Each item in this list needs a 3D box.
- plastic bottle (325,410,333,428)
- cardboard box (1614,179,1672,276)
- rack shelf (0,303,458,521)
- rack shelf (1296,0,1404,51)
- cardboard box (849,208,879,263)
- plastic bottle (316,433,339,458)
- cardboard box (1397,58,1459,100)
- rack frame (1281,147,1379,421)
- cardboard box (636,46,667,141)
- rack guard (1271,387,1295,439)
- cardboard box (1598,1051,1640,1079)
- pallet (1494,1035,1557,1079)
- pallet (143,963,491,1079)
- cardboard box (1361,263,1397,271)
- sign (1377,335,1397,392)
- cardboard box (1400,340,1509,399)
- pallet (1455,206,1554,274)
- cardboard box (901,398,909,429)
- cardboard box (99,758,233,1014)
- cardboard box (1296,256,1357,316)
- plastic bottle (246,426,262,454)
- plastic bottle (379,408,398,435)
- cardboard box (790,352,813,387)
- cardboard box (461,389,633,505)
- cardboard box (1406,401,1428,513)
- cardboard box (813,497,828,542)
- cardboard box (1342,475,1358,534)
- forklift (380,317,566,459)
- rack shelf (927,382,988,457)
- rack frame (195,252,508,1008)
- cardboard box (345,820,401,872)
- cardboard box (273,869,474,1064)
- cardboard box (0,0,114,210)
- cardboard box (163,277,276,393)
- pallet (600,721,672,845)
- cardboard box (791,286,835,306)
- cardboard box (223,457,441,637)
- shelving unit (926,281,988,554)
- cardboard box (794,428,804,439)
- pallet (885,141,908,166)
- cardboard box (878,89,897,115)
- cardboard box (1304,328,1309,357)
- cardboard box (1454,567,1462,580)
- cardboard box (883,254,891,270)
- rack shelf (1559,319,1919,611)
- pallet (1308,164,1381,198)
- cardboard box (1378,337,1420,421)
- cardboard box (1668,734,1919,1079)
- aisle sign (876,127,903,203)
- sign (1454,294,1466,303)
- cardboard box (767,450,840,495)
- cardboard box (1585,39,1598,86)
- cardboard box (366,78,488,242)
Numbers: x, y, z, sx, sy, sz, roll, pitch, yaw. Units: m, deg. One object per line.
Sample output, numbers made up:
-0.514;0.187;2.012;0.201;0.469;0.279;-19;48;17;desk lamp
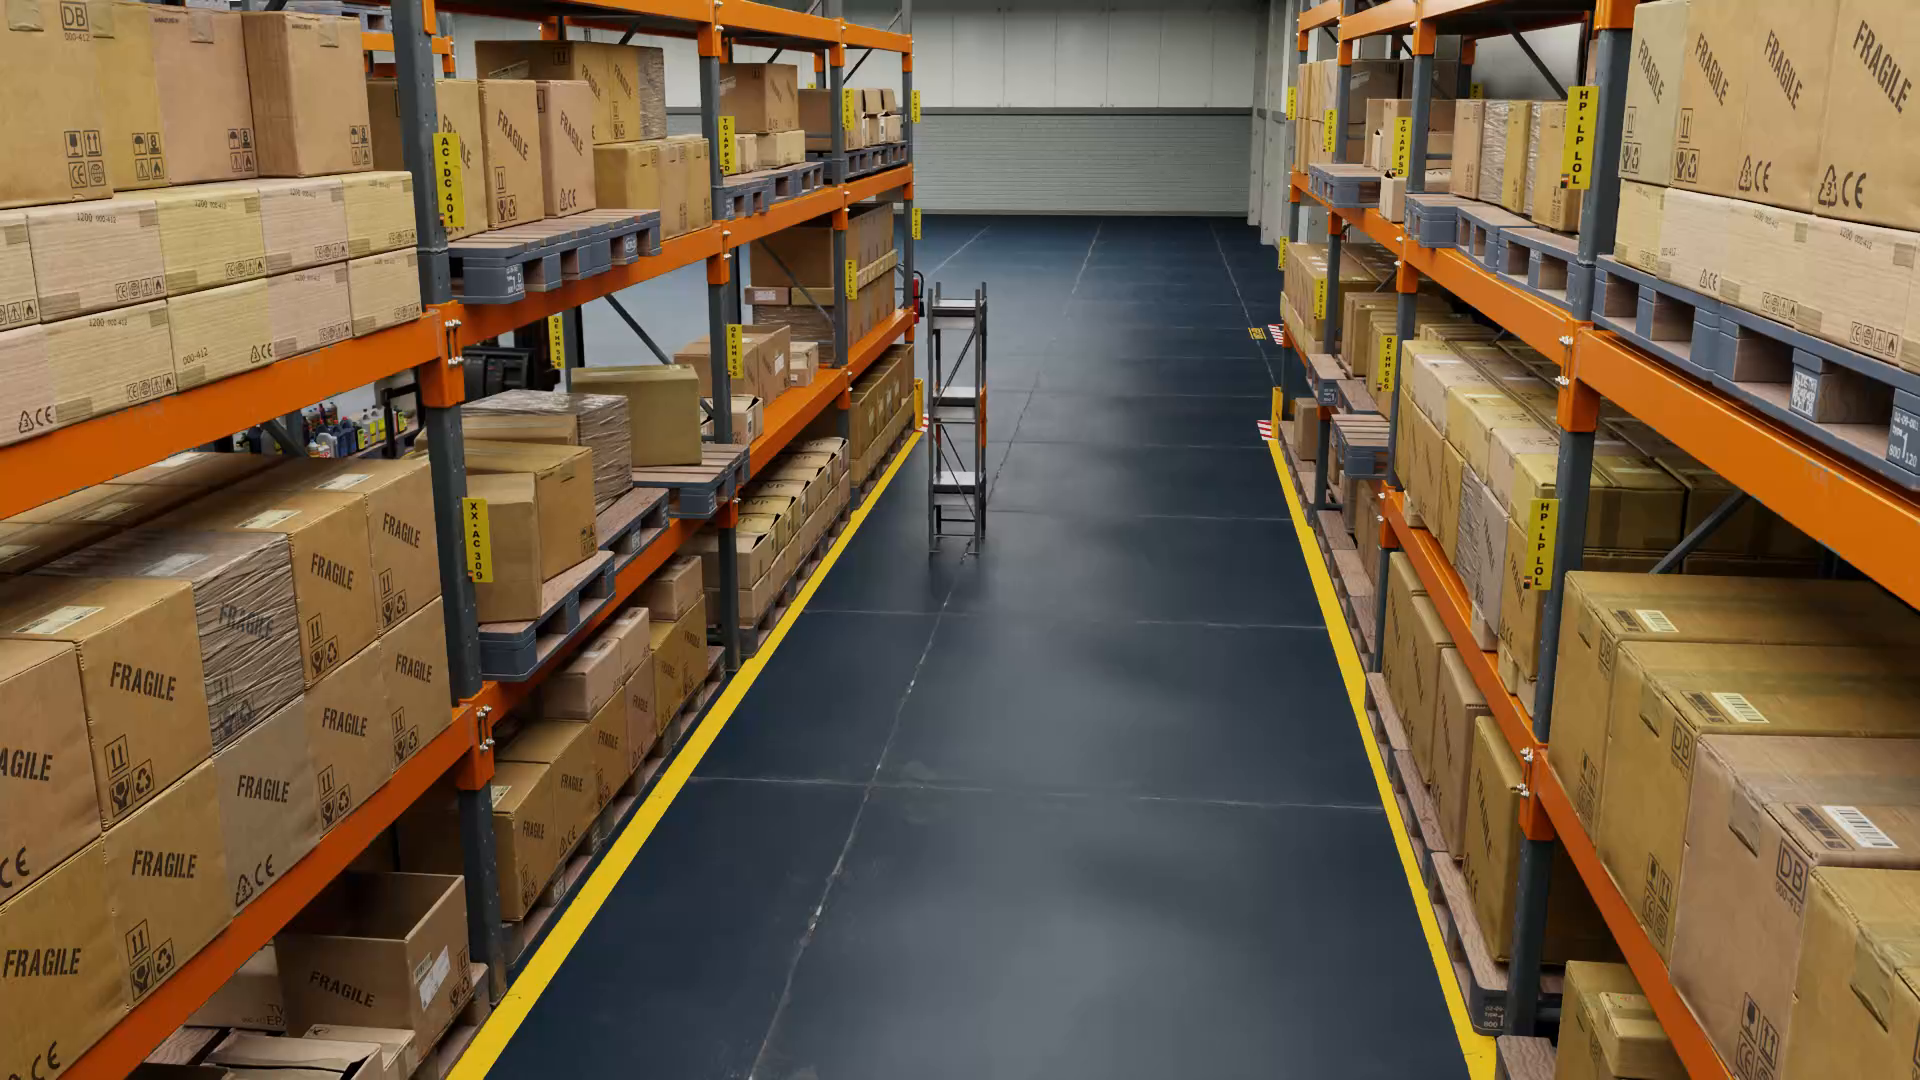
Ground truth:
-6.450;-1.227;16.972;0.097;0.201;0.097;0;15;0;plastic bottle
2.226;-0.905;4.806;0.500;0.250;0.500;2;15;6;cardboard box
-2.582;-0.176;4.200;1.077;0.370;4.000;2;15;6;rack shelf
3.694;-4.590;14.783;1.077;0.370;4.000;2;15;6;rack shelf
-1.184;-2.980;16.258;0.700;0.500;0.500;2;15;6;cardboard box
-5.895;-0.868;15.501;0.152;0.276;0.135;2;15;8;plastic bottle
3.808;-3.632;13.454;0.500;0.500;0.500;2;15;7;cardboard box
3.920;-2.562;17.390;1.000;3.000;0.127;2;15;6;rack frame
-1.961;-2.498;9.300;0.500;0.500;0.500;2;15;6;cardboard box
3.911;-1.335;17.643;1.175;0.500;0.348;2;15;6;rack guard
2.319;1.876;4.964;0.700;0.500;0.500;2;15;6;cardboard box
2.402;2.091;5.523;1.003;0.211;1.213;2;15;6;pallet
-2.435;1.930;6.121;1.003;0.211;1.213;2;15;6;pallet
3.853;-2.203;14.873;0.500;0.500;0.500;2;15;8;cardboard box
2.477;-1.021;9.626;0.100;0.325;0.005;2;15;6;sign
2.706;-0.933;9.129;0.500;0.250;0.500;2;15;8;cardboard box
2.874;-1.385;7.653;1.003;0.211;1.213;2;15;9;pallet
-0.814;-1.304;17.202;0.500;0.250;0.500;2;15;6;cardboard box
-2.326;0.894;4.419;0.500;0.500;0.500;2;15;7;cardboard box
3.391;-2.350;15.419;0.500;0.500;0.500;2;15;8;cardboard box
-6.589;-0.925;15.570;0.144;0.351;0.185;1;15;5;plastic bottle
-5.751;-1.197;16.719;0.152;0.276;0.135;2;15;7;plastic bottle
-1.371;-1.371;13.243;0.396;0.266;0.258;1;15;5;cardboard box
-2.157;-0.485;8.712;0.700;0.500;0.500;5;16;17;cardboard box
2.640;-0.434;8.723;0.500;0.500;0.500;2;15;8;cardboard box
-1.329;-0.165;12.988;0.500;0.250;0.500;2;15;8;cardboard box
3.402;-0.339;13.114;0.700;0.500;0.500;2;15;8;cardboard box
-3.866;-1.305;12.872;1.130;2.935;3.031;4;16;14;forklift
-0.019;-0.958;13.233;0.431;0.518;0.480;2;15;6;rack shelf
-2.357;0.406;6.416;1.000;3.000;0.127;2;15;6;rack frame
-2.586;1.263;7.189;0.500;0.500;0.500;2;15;6;cardboard box
-2.139;1.556;6.107;0.500;0.500;0.500;2;15;6;cardboard box
-2.527;-1.057;3.970;0.700;0.500;0.500;2;15;6;cardboard box
-2.262;-0.577;4.589;0.500;0.250;0.500;2;15;6;cardboard box
-2.167;1.222;8.738;1.003;0.211;1.213;2;15;6;pallet
-1.231;-2.095;14.228;0.380;0.149;0.250;2;15;6;cardboard box
-2.157;0.013;5.759;0.500;0.500;0.500;2;15;7;cardboard box
-0.019;-0.971;13.229;0.431;2.100;0.503;2;15;6;shelving unit
-1.551;-1.163;15.242;0.500;0.500;0.500;2;15;6;cardboard box
-1.108;-3.930;16.870;1.003;0.211;1.213;2;15;6;pallet
-1.072;-4.326;16.897;0.797;0.503;0.637;3;15;10;cardboard box
3.285;-1.722;14.534;0.500;0.250;0.500;2;15;7;cardboard box
2.587;0.101;7.984;0.380;0.149;0.250;2;15;7;cardboard box
-0.913;-2.829;16.944;0.380;0.149;0.250;1;15;5;cardboard box
2.340;-0.032;3.664;1.077;0.370;4.000;2;15;6;rack shelf
3.293;-2.725;12.606;1.213;0.211;1.003;2;15;6;pallet
3.096;-1.016;10.637;0.700;0.500;0.500;0;15;1;cardboard box
2.328;0.924;3.924;0.980;0.700;0.700;1;15;4;cardboard box
-0.703;-3.970;17.617;0.394;0.787;0.004;2;15;6;aisle sign
4.020;-2.068;13.345;0.100;0.325;0.005;2;15;6;sign
-1.267;-0.567;13.401;0.500;0.311;0.500;2;15;8;cardboard box
2.843;-1.888;6.681;0.500;0.250;0.500;1;15;5;cardboard box
-2.227;-1.470;6.418;0.600;0.600;0.600;0;15;1;cardboard box
